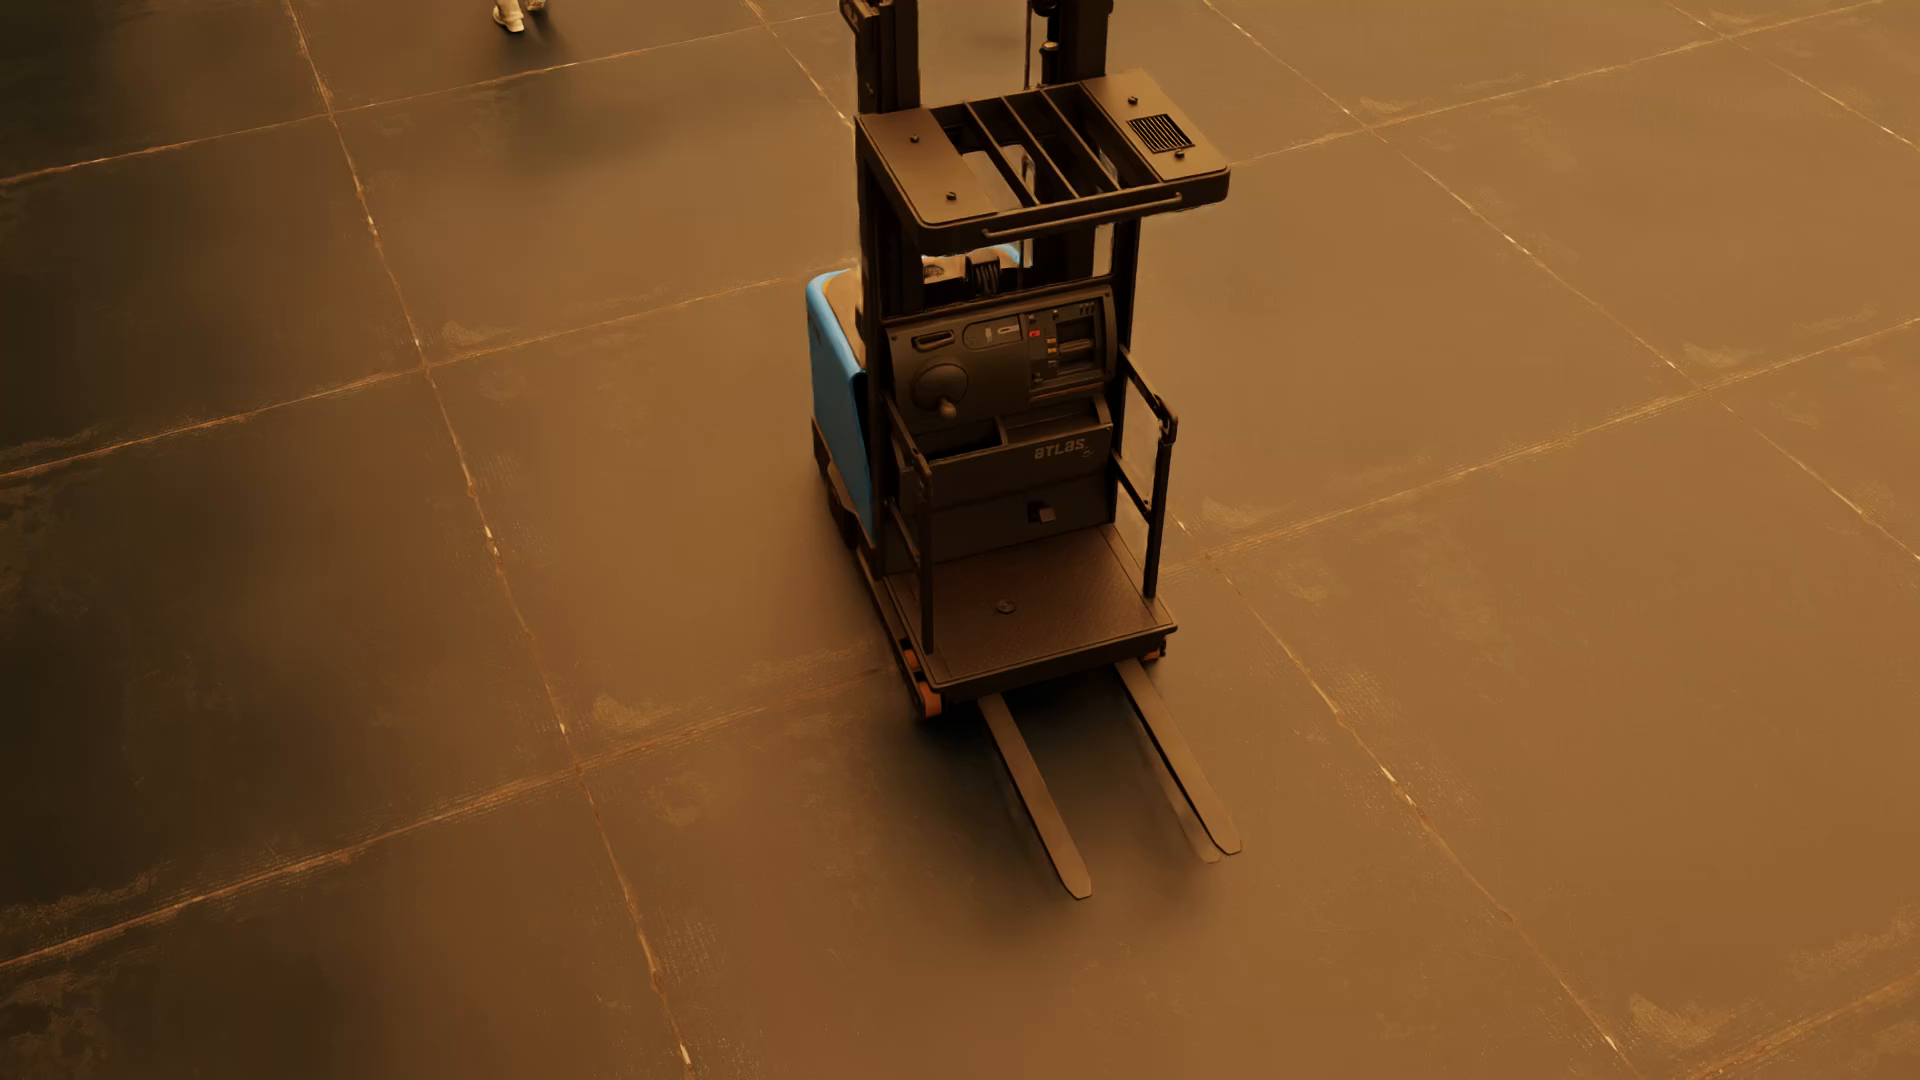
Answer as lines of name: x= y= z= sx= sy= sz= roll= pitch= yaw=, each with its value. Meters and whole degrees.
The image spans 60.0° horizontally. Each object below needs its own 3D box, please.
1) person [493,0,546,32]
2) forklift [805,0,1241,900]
person: x=-3.171 y=-4.290 z=11.172 sx=0.908 sy=1.791 sz=0.487 roll=-25 pitch=48 yaw=-24
forklift: x=0.246 y=-0.641 z=6.366 sx=1.130 sy=2.935 sz=3.031 roll=-13 pitch=45 yaw=-14
